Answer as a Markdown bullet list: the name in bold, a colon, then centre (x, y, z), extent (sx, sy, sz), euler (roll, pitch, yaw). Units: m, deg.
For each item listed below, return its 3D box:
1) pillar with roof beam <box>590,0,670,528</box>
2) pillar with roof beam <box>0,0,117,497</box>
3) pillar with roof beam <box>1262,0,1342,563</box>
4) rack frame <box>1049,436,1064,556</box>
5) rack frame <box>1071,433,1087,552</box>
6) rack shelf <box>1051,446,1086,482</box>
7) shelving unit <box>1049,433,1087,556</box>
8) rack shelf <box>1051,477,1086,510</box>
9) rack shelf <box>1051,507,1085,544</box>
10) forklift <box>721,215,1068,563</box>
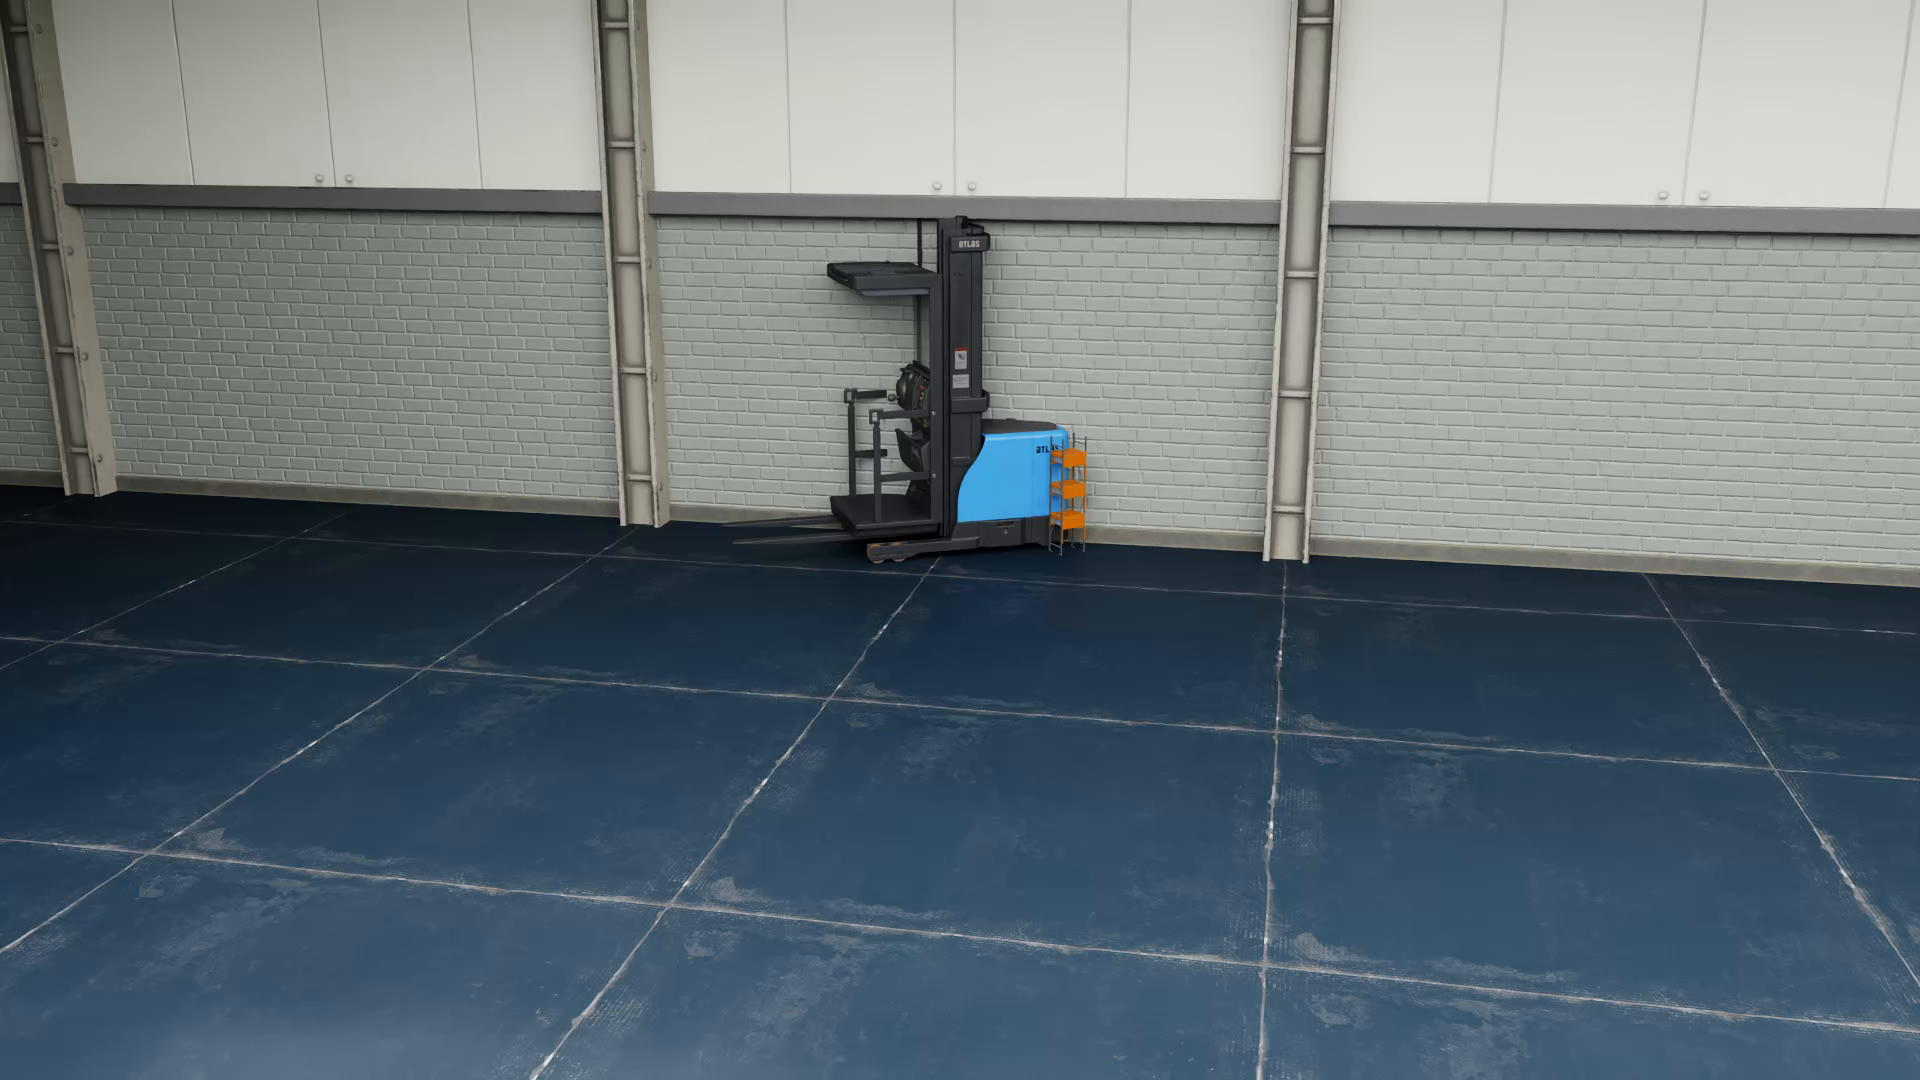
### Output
- **pillar with roof beam**: centre (-3.856, -3.379, 10.591), extent (0.400, 9.000, 9.100), euler (3, 16, 11)
- **pillar with roof beam**: centre (-9.735, -3.698, 11.744), extent (0.400, 9.000, 9.100), euler (3, 16, 11)
- **pillar with roof beam**: centre (2.024, -3.060, 9.439), extent (0.400, 9.000, 9.100), euler (3, 16, 11)
- **rack frame**: centre (0.850, -0.390, 14.693), extent (0.008, 1.050, 0.200), euler (-9, 18, -30)
- **rack frame**: centre (1.059, -0.424, 14.814), extent (0.008, 1.050, 0.200), euler (-9, 18, -30)
- **rack shelf**: centre (0.954, -0.670, 14.681), extent (0.240, 0.259, 0.215), euler (-9, 18, -30)
- **shelving unit**: centre (0.954, -0.407, 14.753), extent (0.252, 1.050, 0.215), euler (-9, 18, -30)
- **rack shelf**: centre (0.954, -0.397, 14.756), extent (0.240, 0.259, 0.215), euler (-9, 18, -30)
- **rack shelf**: centre (0.954, -0.129, 14.830), extent (0.240, 0.259, 0.215), euler (-9, 18, -30)
- **forklift**: centre (-0.598, -1.366, 14.690), extent (3.031, 2.935, 1.130), euler (-4, 16, -16)
